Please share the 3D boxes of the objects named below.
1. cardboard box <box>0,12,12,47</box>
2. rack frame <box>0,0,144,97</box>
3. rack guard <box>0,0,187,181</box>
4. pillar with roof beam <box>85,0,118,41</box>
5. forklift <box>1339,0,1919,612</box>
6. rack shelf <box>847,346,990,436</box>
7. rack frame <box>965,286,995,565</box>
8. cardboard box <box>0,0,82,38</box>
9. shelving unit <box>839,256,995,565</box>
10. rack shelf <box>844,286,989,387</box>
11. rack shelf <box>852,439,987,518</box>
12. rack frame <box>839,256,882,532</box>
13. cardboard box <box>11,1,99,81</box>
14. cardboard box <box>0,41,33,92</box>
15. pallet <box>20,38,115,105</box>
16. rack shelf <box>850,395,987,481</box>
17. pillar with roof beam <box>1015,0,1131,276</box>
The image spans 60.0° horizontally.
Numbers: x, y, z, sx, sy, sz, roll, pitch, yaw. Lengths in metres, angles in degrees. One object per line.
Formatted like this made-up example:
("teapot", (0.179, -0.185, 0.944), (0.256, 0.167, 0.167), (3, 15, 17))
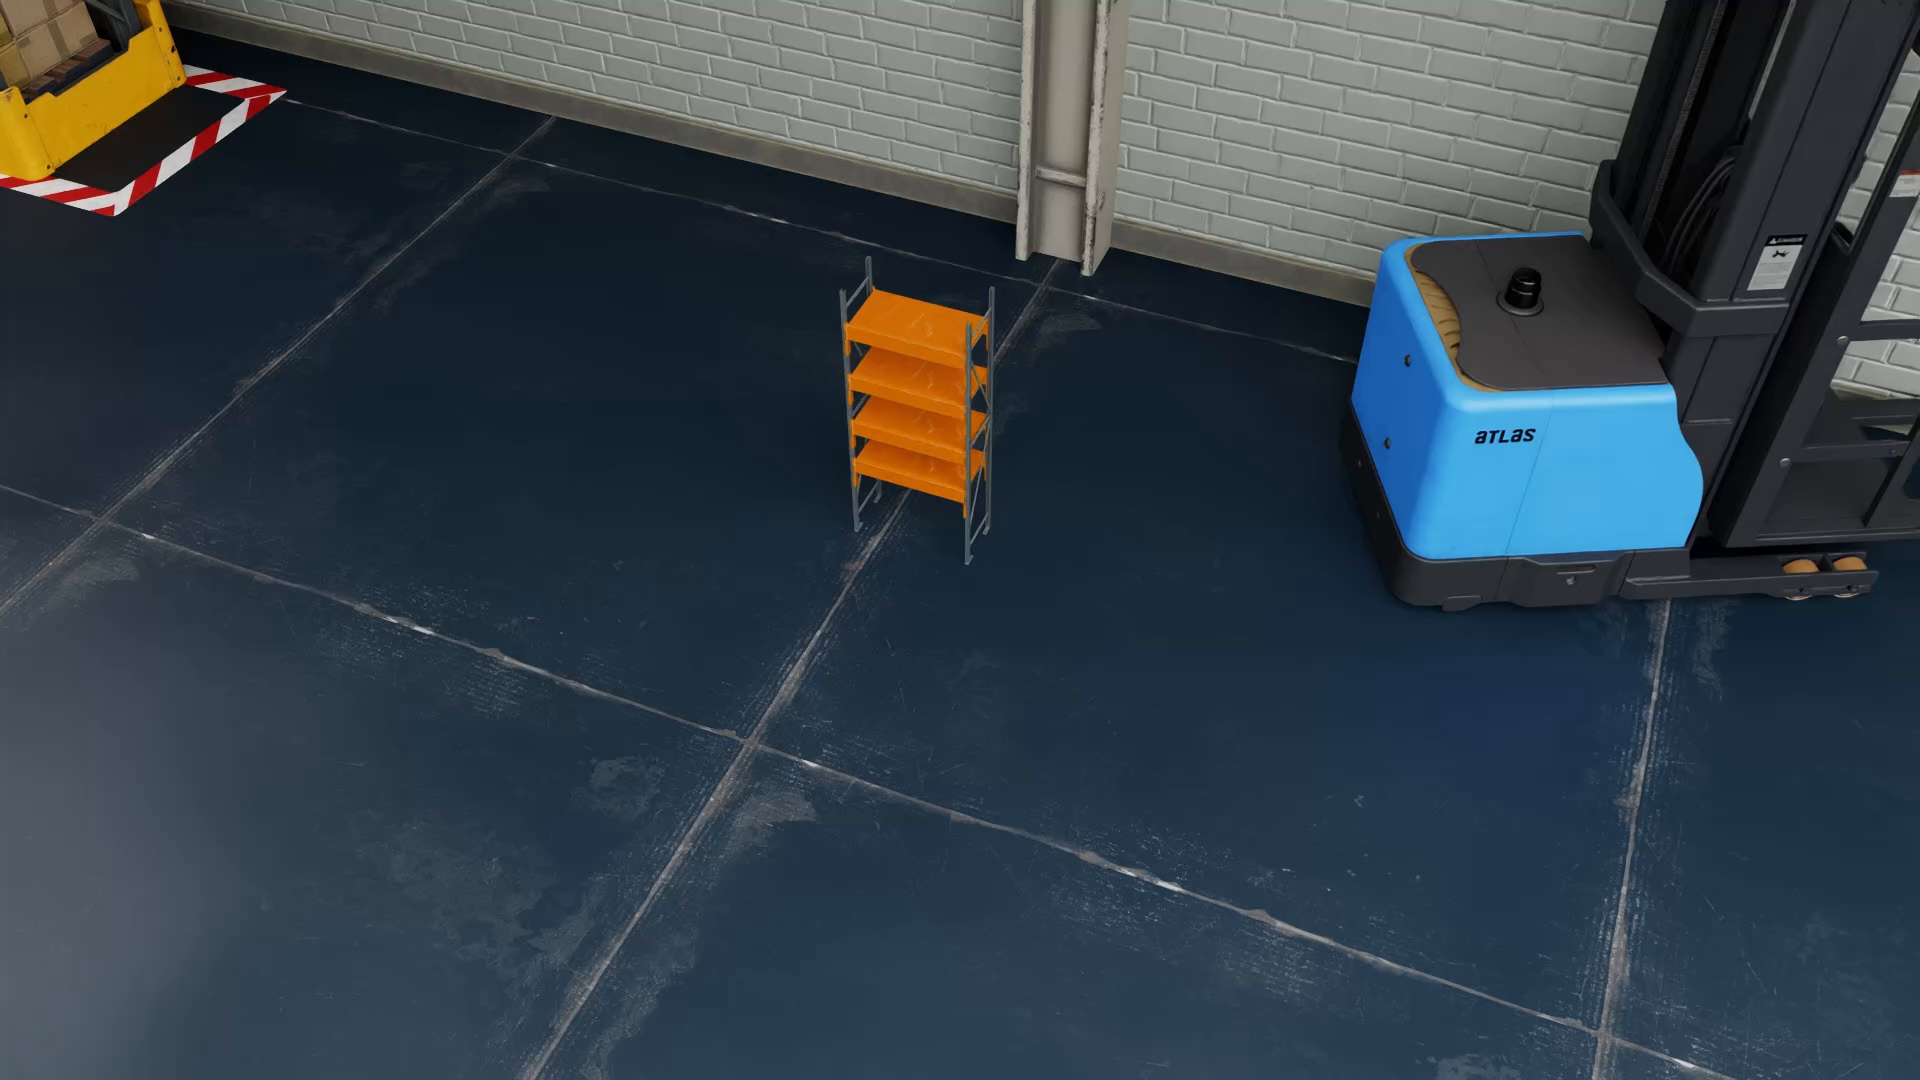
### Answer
("cardboard box", (-5.301, -2.622, 8.556), (0.500, 0.250, 0.500), (16, 47, 15))
("rack frame", (-4.732, -3.342, 7.983), (0.127, 3.000, 1.000), (16, 47, 16))
("rack guard", (-4.709, -2.450, 8.858), (0.348, 0.500, 1.175), (16, 47, 16))
("pillar with roof beam", (-6.685, -3.442, 3.830), (0.400, 9.000, 9.100), (16, 47, 16))
("forklift", (3.150, -1.175, 5.853), (3.031, 2.935, 1.130), (-3, 45, -3))
("rack shelf", (-0.153, -0.581, 6.262), (0.480, 0.148, 0.258), (16, 47, 16))
("rack frame", (0.072, -0.404, 6.305), (0.015, 1.200, 0.240), (16, 47, 16))
("cardboard box", (-5.086, -2.957, 8.892), (0.500, 0.250, 0.500), (17, 47, 17))
("shelving unit", (-0.153, -0.470, 6.372), (0.503, 1.200, 0.258), (16, 47, 16))
("rack shelf", (-0.153, -0.749, 6.095), (0.480, 0.148, 0.258), (16, 47, 16))
("rack shelf", (-0.153, -0.282, 6.559), (0.480, 0.148, 0.258), (16, 47, 16))
("rack frame", (-0.378, -0.537, 6.439), (0.015, 1.200, 0.240), (16, 47, 16))
("cardboard box", (-5.110, -2.777, 9.066), (0.500, 0.250, 0.500), (17, 47, 16))
("cardboard box", (-5.287, -2.438, 8.726), (0.500, 0.250, 0.500), (17, 47, 16))
("pallet", (-5.453, -2.534, 9.147), (1.213, 0.211, 1.003), (16, 47, 16))
("rack shelf", (-0.153, -0.423, 6.419), (0.480, 0.148, 0.258), (16, 47, 16))
("pillar with roof beam", (-1.147, -1.813, 2.192), (0.400, 9.000, 9.100), (16, 47, 16))
